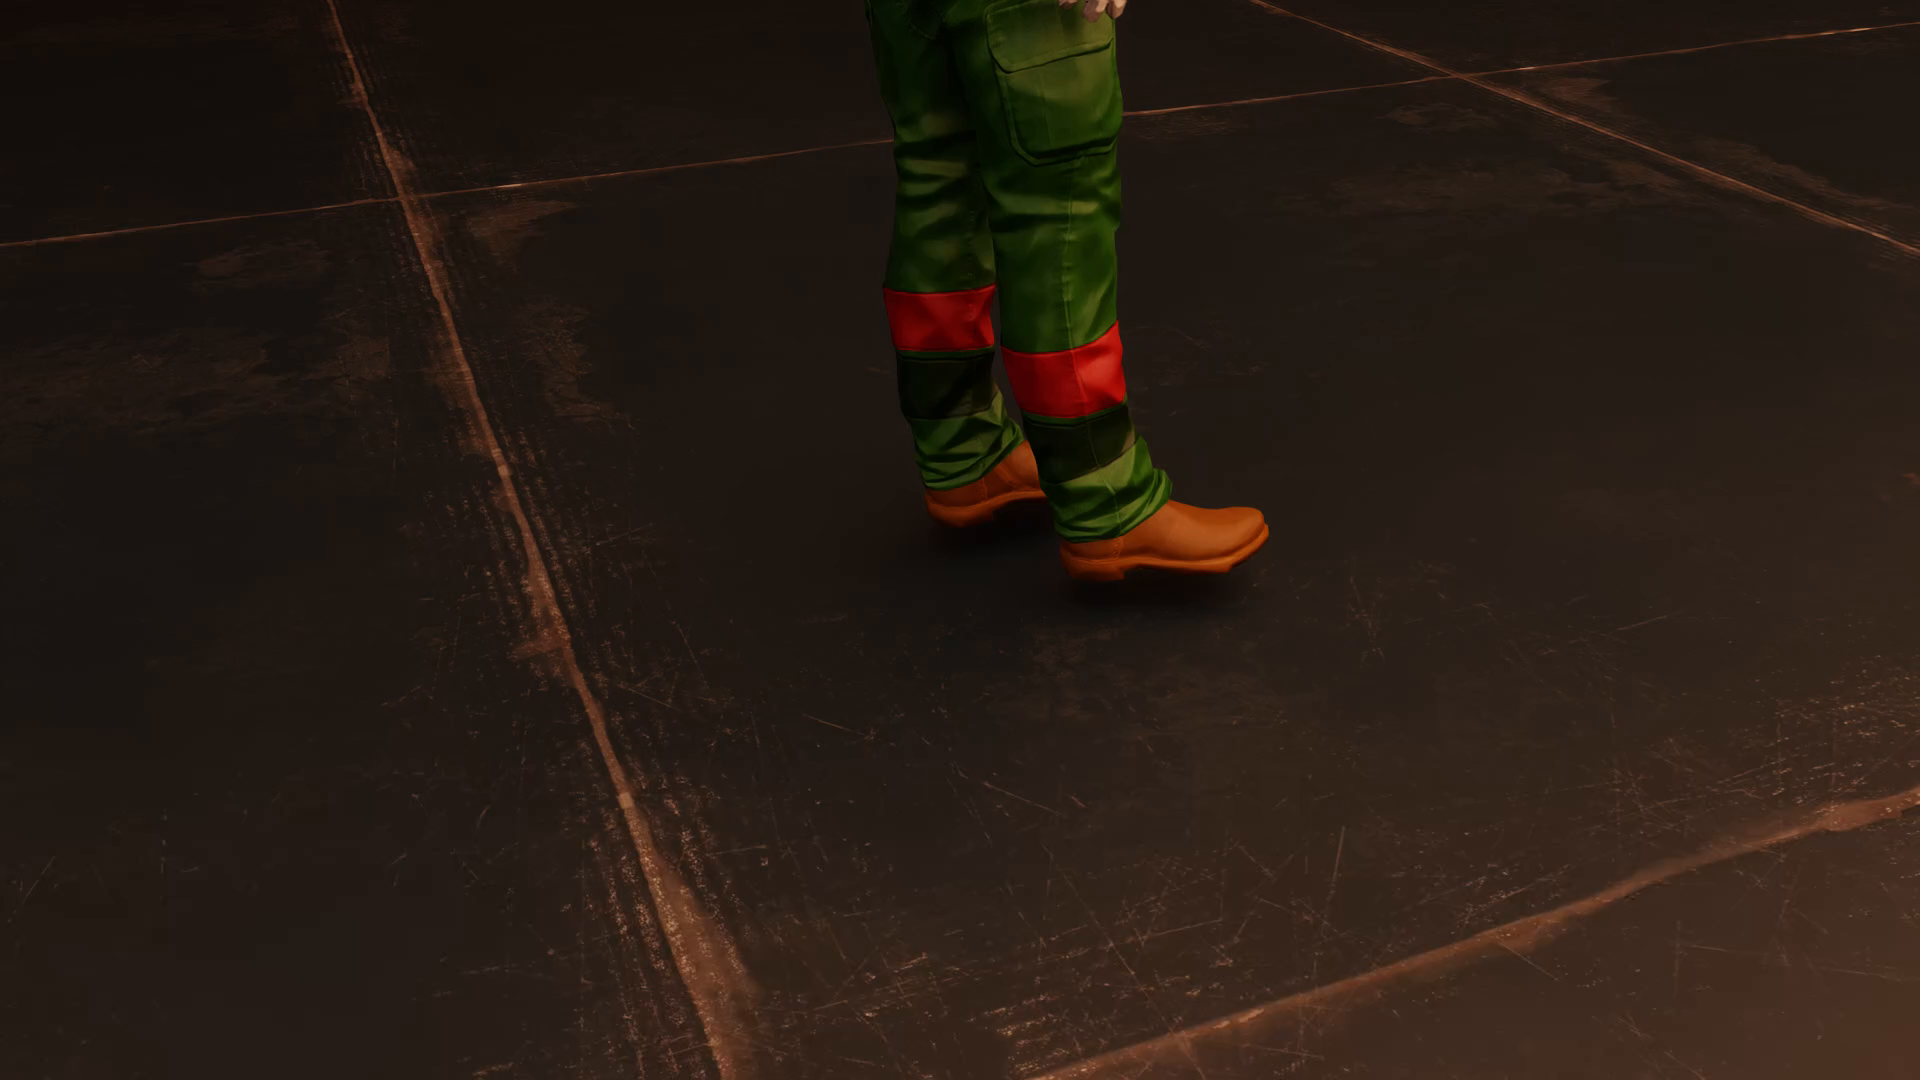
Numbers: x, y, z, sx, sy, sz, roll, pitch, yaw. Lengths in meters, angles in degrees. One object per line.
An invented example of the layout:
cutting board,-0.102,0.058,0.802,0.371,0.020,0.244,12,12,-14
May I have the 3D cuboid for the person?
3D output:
person,0.079,-0.828,2.050,0.564,1.787,0.637,-11,32,-19
